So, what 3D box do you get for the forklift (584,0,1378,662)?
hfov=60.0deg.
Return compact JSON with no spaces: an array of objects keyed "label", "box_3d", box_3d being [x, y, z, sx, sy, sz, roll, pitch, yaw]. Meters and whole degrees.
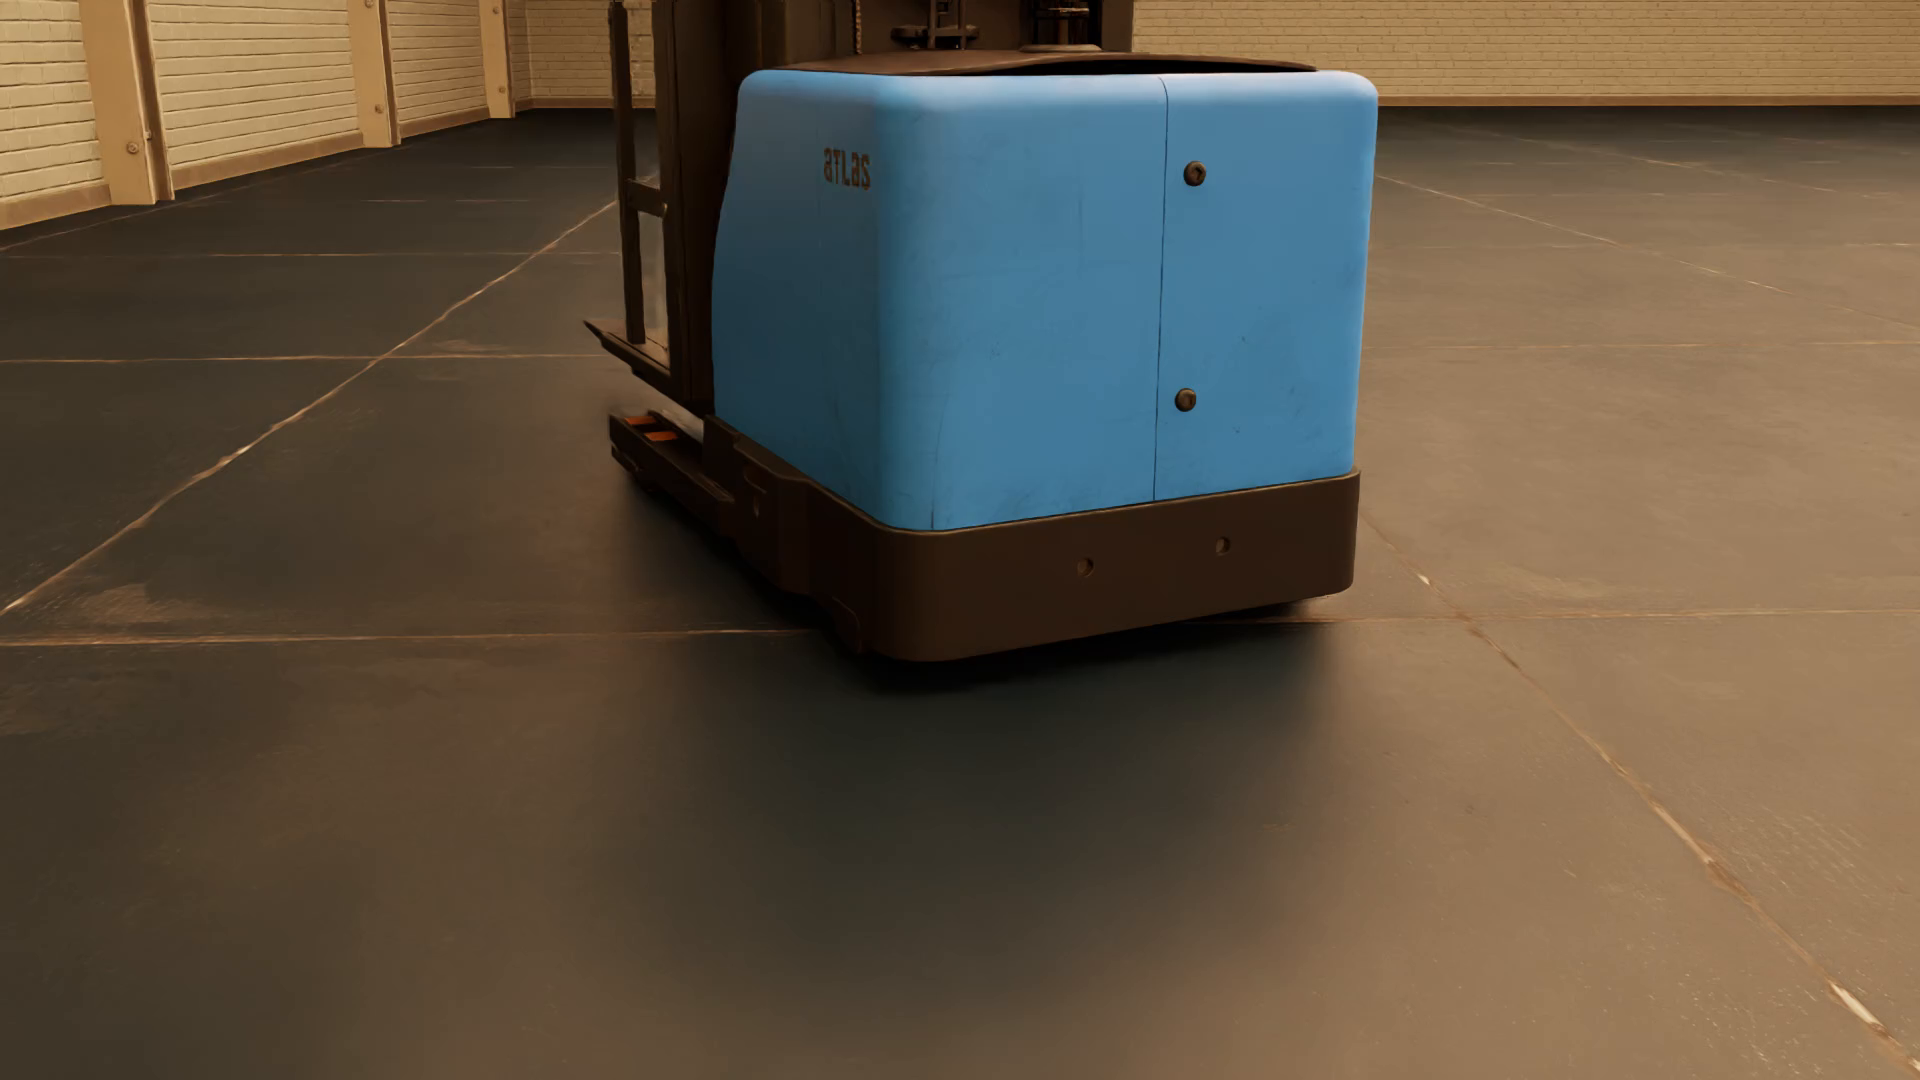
[{"label":"forklift","box_3d":[-0.293,-1.570,4.039,1.130,2.935,3.031,-8,19,-25]}]
